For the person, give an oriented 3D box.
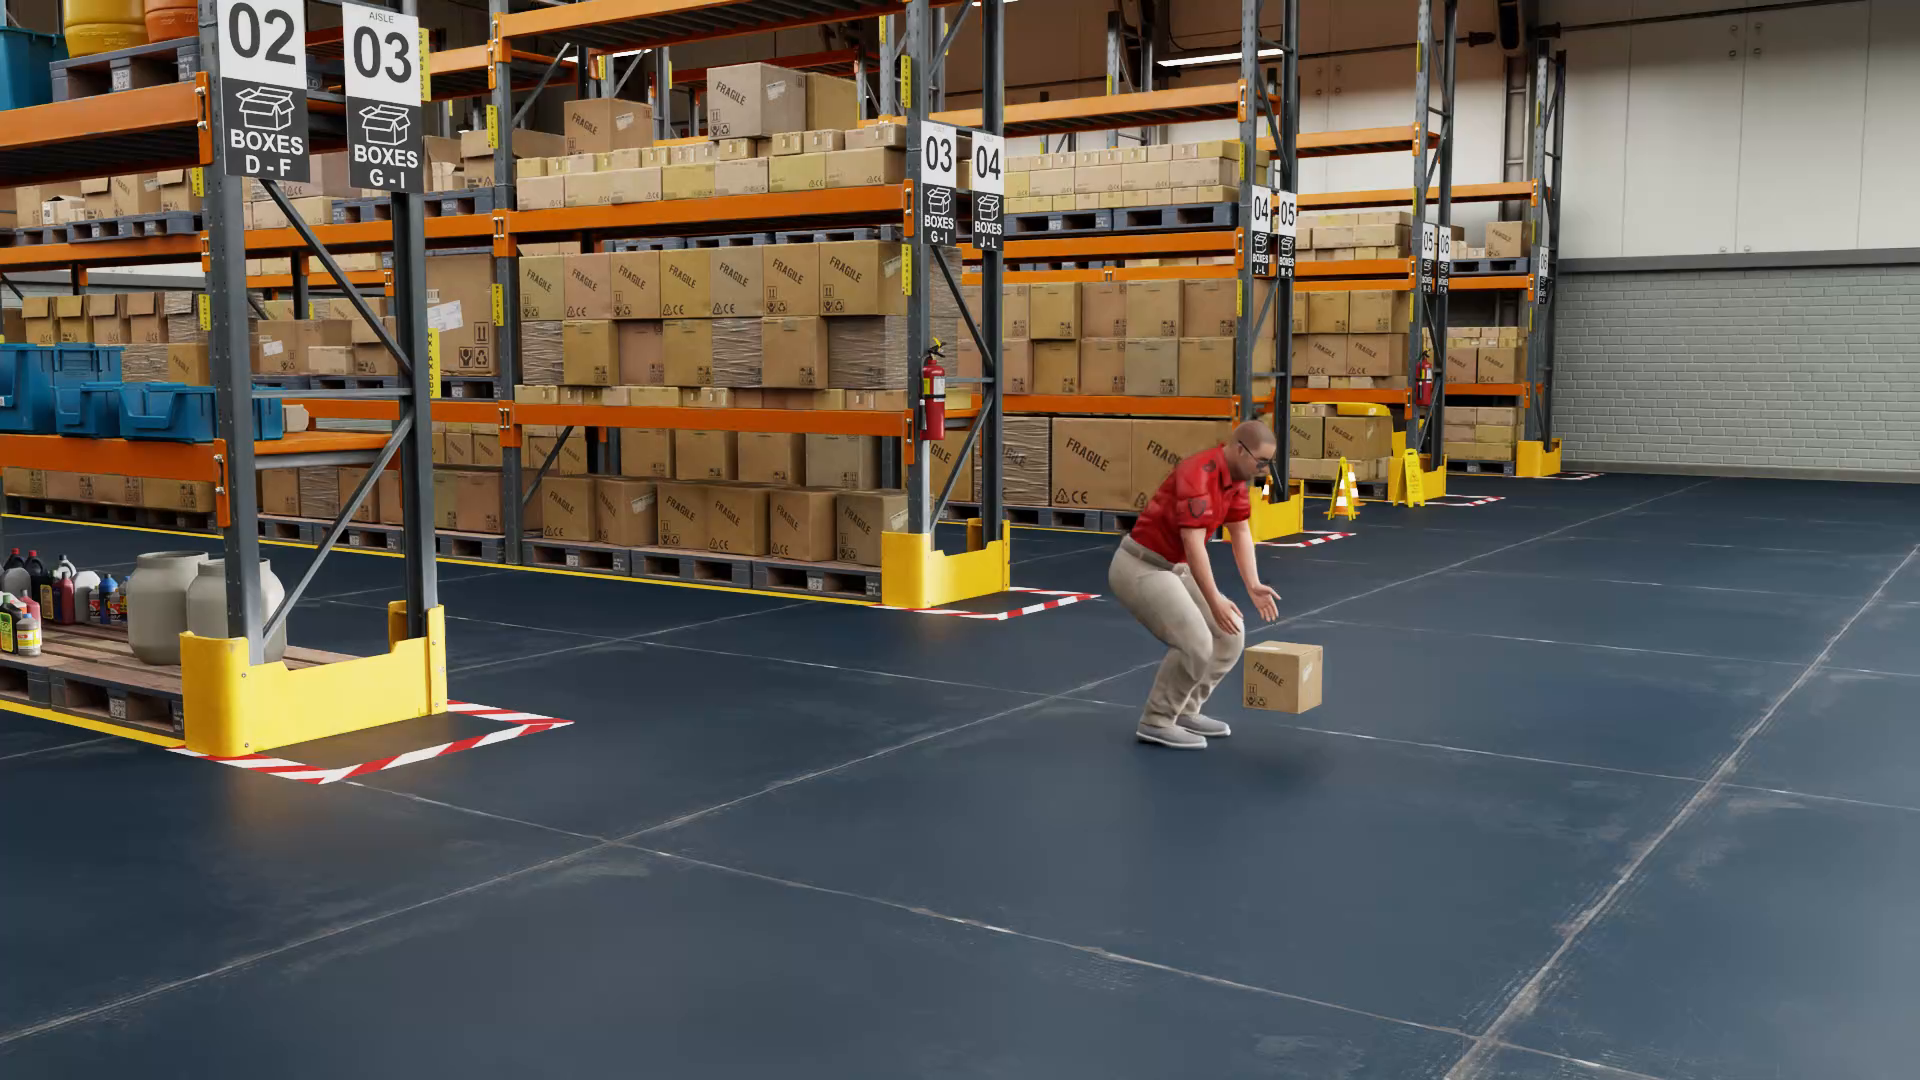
[{"bbox_3d":[1.028,0.176,7.252,0.705,1.410,0.590,4,8,34],"label":"person"}]
